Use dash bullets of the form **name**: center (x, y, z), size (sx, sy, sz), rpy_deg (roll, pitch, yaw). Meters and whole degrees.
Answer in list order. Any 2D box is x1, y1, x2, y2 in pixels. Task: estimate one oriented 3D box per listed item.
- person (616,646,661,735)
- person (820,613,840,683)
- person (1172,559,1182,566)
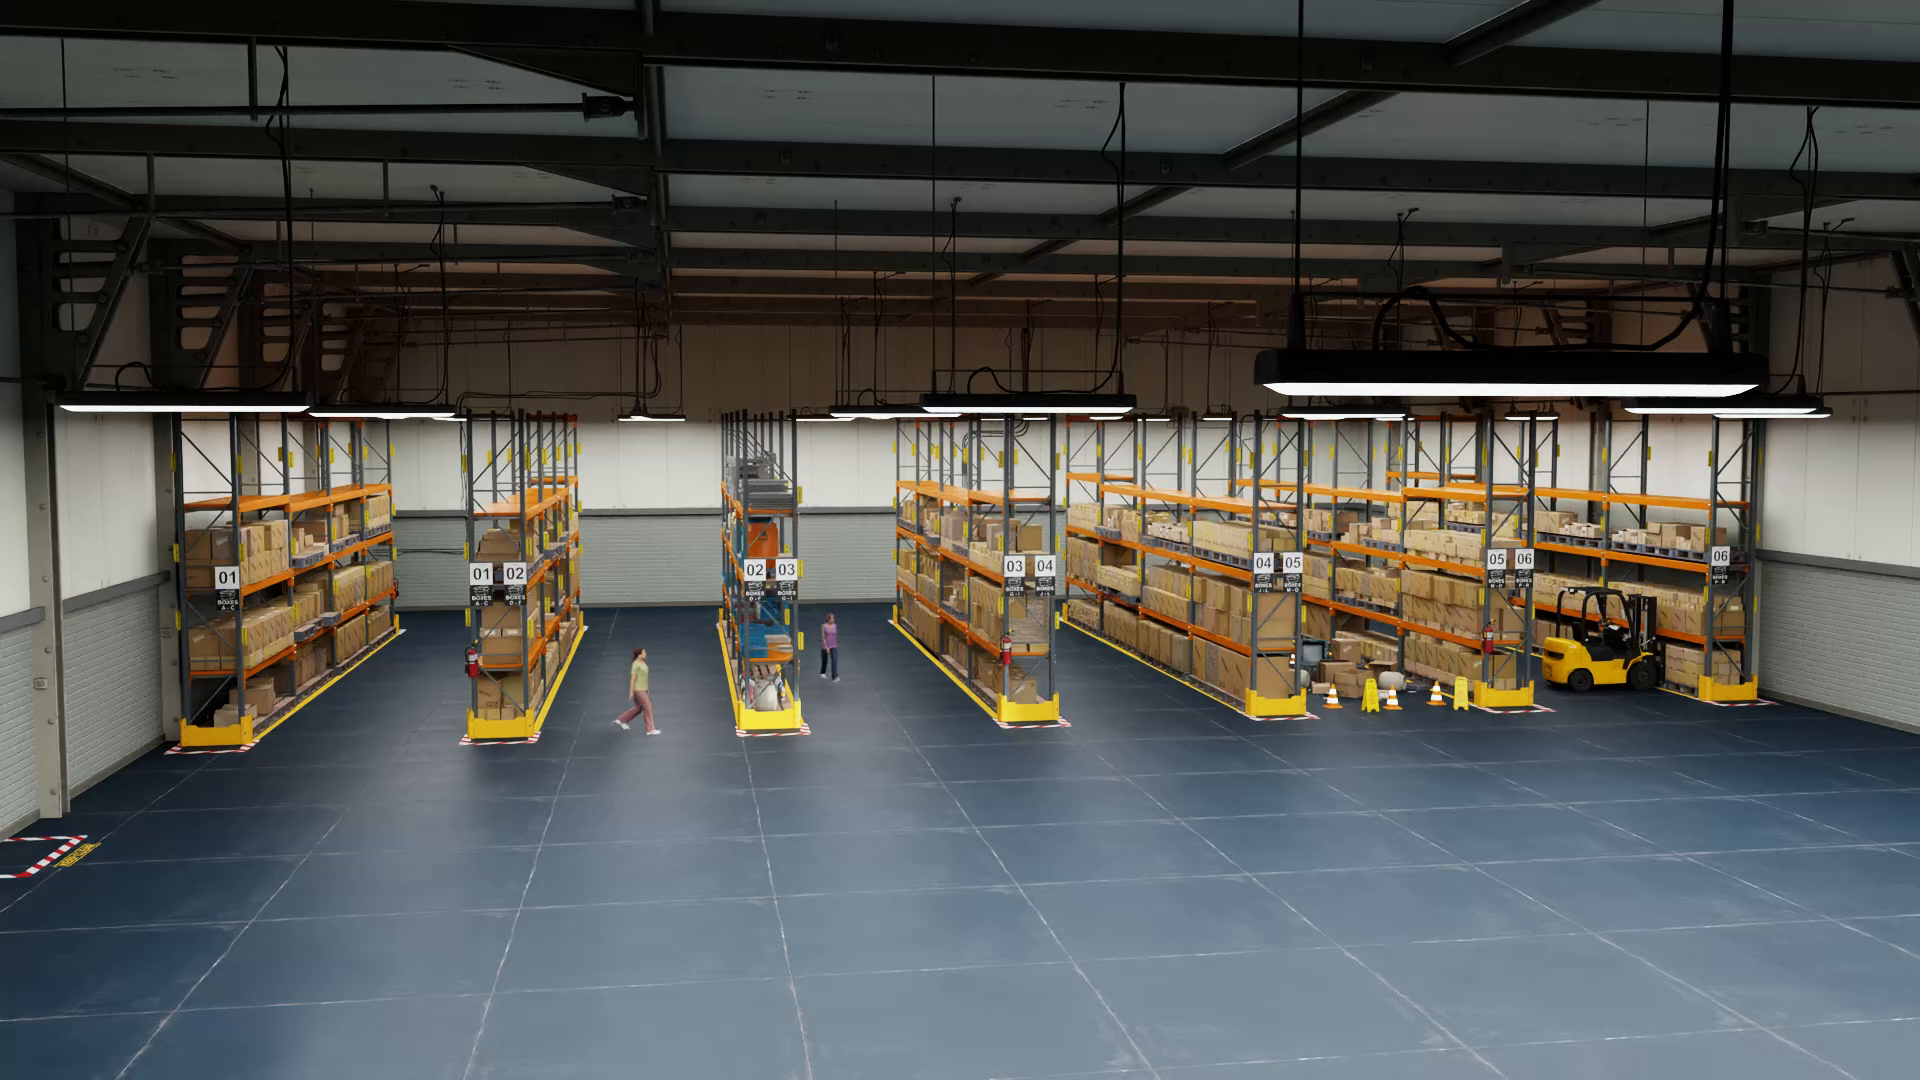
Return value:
- **person**: center (-5.936, 2.764, 30.601), size (0.946, 1.633, 0.492), rpy_deg (1, 4, 15)
- **person**: center (-2.878, 2.381, 36.905), size (0.400, 1.508, 1.022), rpy_deg (-1, 4, -21)
- **person**: center (6.900, 1.261, 52.504), size (0.550, 1.573, 0.426), rpy_deg (-2, 5, -32)
